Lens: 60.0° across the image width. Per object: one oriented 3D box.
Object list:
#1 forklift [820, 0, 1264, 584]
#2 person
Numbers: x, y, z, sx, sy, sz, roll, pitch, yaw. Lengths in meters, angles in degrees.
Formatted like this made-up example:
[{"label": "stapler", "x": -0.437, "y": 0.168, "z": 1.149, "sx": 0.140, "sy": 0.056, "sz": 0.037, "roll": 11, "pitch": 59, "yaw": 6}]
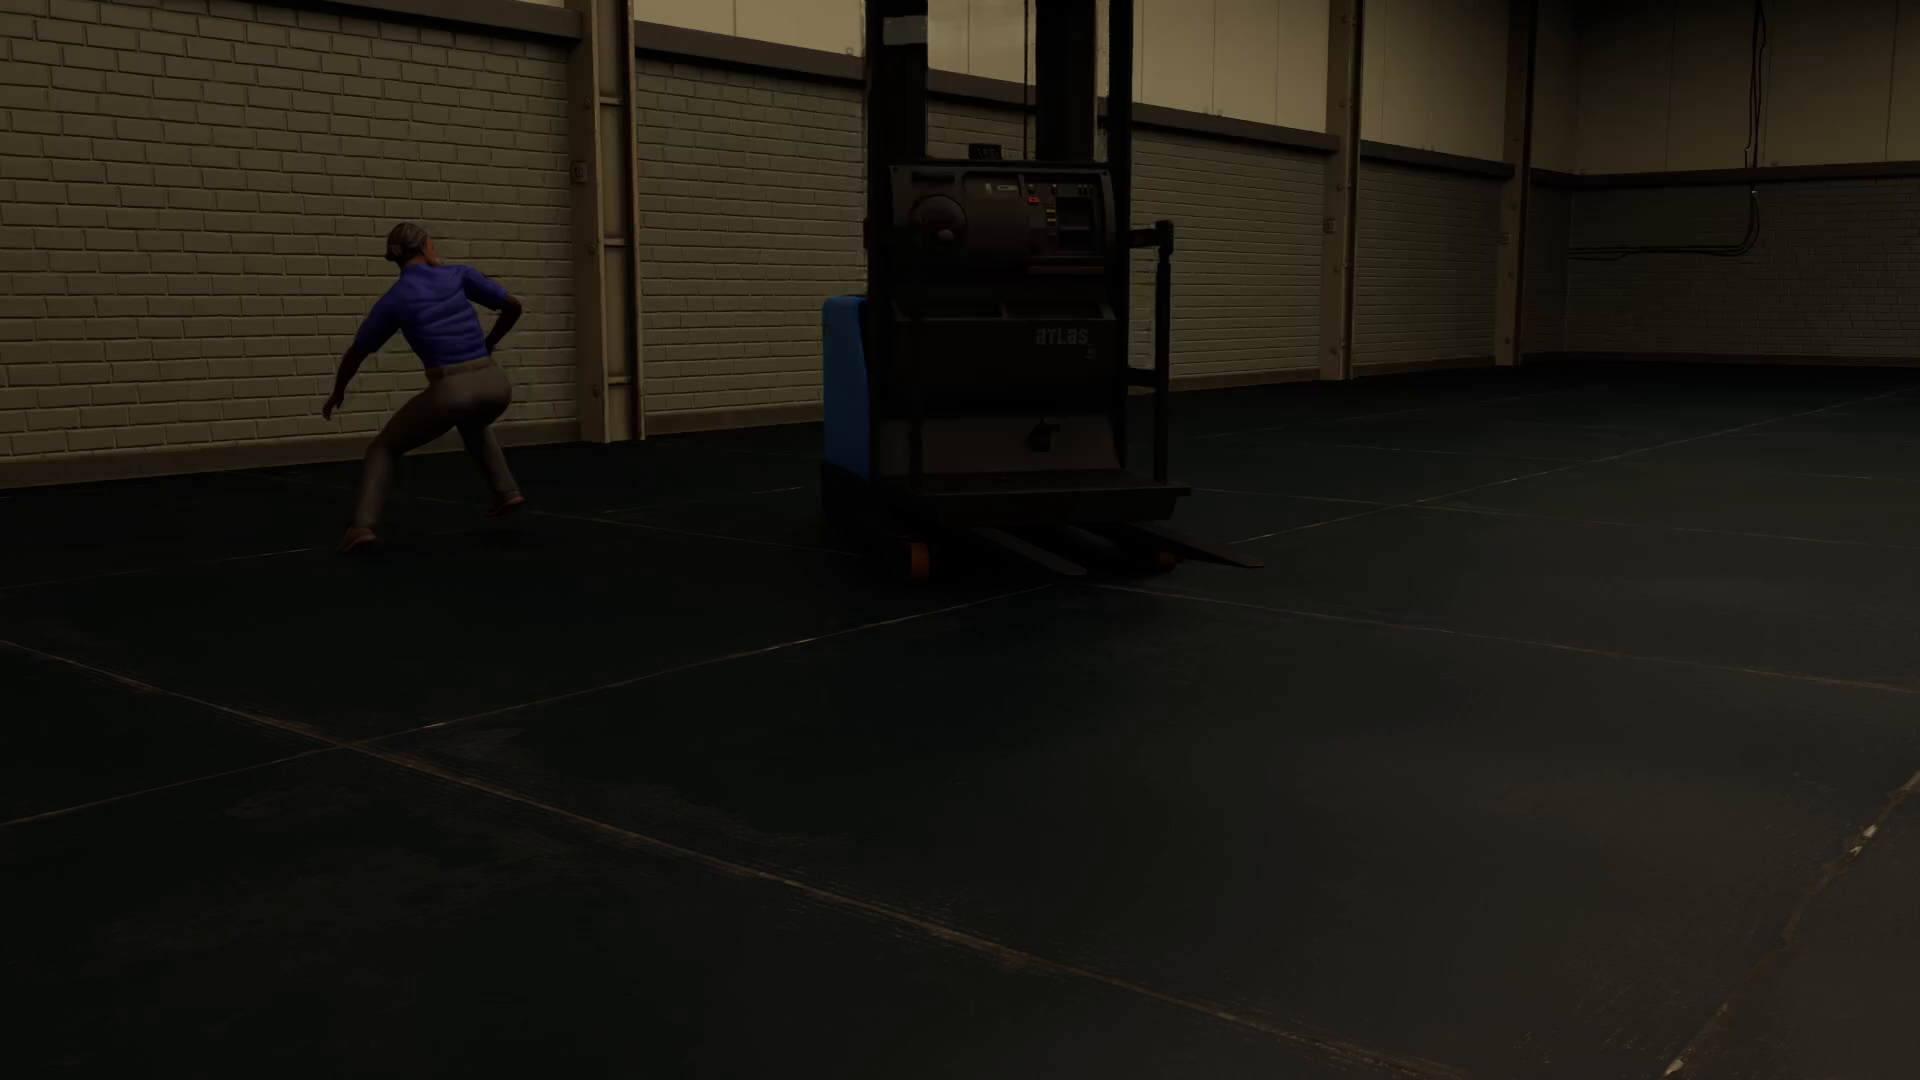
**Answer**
[{"label": "forklift", "x": 0.235, "y": -1.346, "z": 6.480, "sx": 1.130, "sy": 2.935, "sz": 3.031, "roll": -2, "pitch": 9, "yaw": -16}, {"label": "person", "x": -2.357, "y": -0.659, "z": 7.285, "sx": 0.855, "sy": 1.444, "sz": 0.716, "roll": -6, "pitch": 11, "yaw": -38}]
